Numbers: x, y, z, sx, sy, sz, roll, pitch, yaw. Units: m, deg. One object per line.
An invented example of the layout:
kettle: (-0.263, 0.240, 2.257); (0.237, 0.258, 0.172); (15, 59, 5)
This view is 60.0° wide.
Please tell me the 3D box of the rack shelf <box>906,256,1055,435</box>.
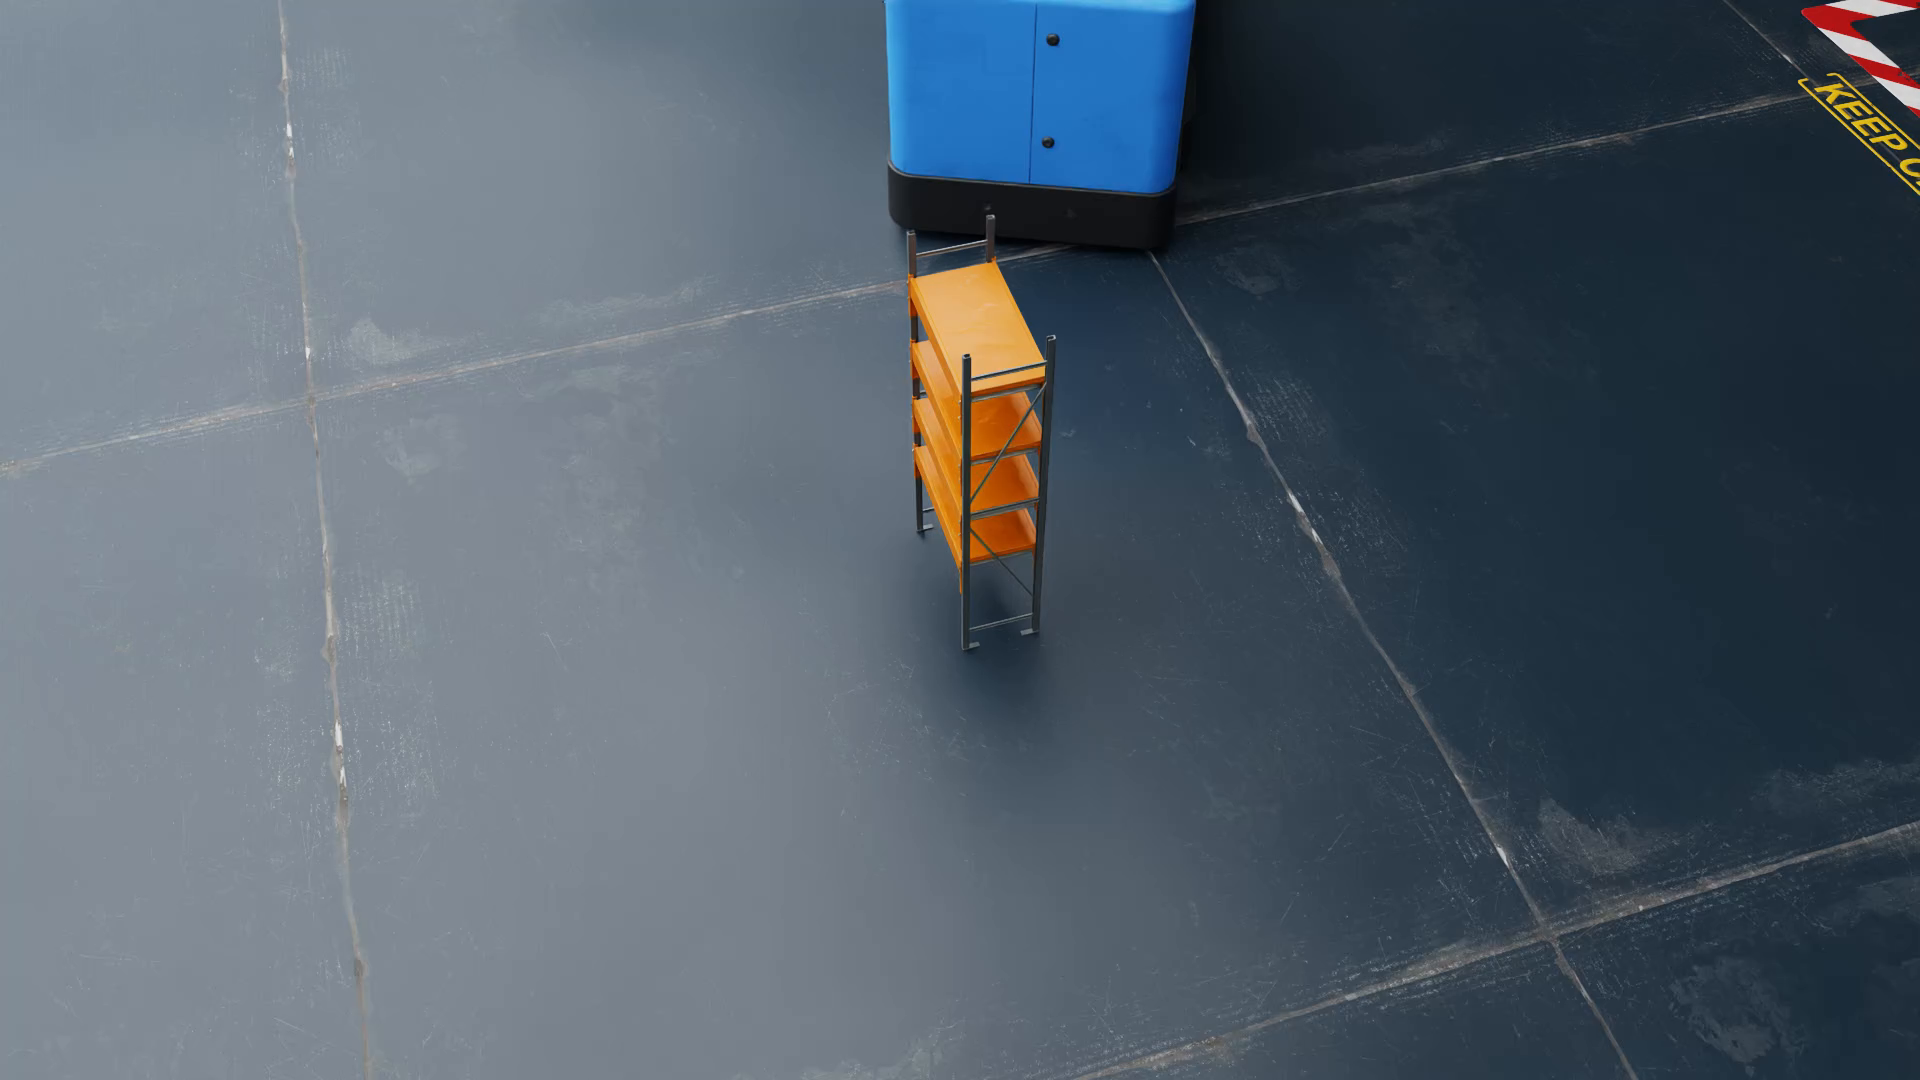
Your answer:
rack shelf: (0.049, -0.519, 4.389); (0.258, 0.148, 0.480); (-13, 51, -11)

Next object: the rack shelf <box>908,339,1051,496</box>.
rack shelf: (0.049, -0.367, 4.570); (0.258, 0.148, 0.480); (-13, 51, -11)

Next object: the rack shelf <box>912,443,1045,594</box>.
rack shelf: (0.049, -0.094, 4.893); (0.258, 0.148, 0.480); (-13, 51, -11)

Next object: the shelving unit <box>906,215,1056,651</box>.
shelving unit: (0.049, -0.266, 4.689); (0.258, 1.200, 0.503); (-13, 51, -11)

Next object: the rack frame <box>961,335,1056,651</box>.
rack frame: (0.121, -0.088, 4.539); (0.240, 1.200, 0.015); (-13, 51, -11)

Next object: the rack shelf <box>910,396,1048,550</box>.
rack shelf: (0.049, -0.222, 4.741); (0.258, 0.148, 0.480); (-13, 51, -11)

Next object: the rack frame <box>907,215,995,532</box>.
rack frame: (-0.023, -0.444, 4.840); (0.240, 1.200, 0.015); (-13, 51, -11)

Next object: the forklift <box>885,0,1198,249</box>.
forklift: (0.441, -3.147, 5.986); (1.130, 2.935, 3.031); (6, 50, 5)
